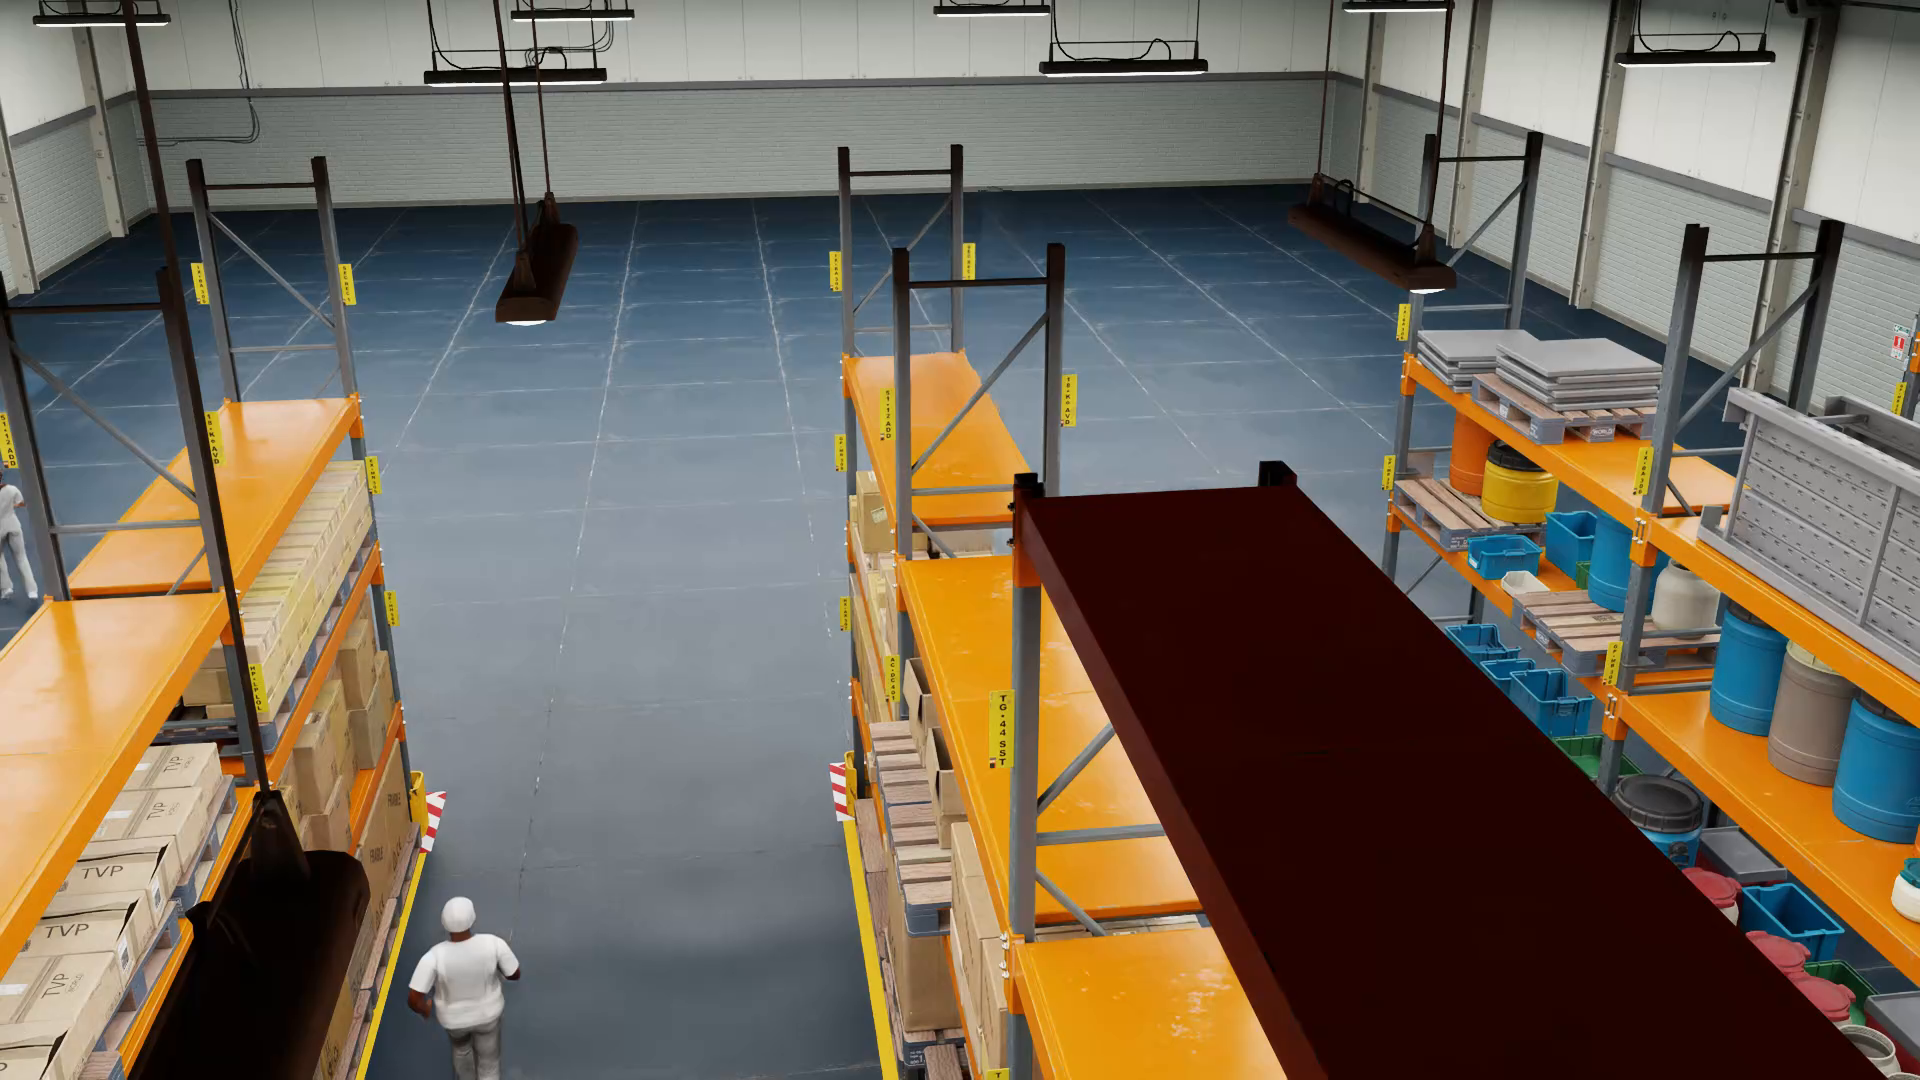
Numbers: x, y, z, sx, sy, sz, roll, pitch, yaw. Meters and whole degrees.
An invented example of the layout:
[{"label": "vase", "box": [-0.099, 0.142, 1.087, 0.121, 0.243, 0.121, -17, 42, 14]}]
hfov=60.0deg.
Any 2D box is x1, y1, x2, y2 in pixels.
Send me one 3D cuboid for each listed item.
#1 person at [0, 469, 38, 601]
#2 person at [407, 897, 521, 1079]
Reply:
[{"label": "person", "box": [-11.160, -0.046, 19.478, 0.775, 1.731, 0.580, 19, 29, 40]}, {"label": "person", "box": [-3.175, 3.105, 10.806, 0.677, 1.808, 0.742, -5, 22, -12]}]
